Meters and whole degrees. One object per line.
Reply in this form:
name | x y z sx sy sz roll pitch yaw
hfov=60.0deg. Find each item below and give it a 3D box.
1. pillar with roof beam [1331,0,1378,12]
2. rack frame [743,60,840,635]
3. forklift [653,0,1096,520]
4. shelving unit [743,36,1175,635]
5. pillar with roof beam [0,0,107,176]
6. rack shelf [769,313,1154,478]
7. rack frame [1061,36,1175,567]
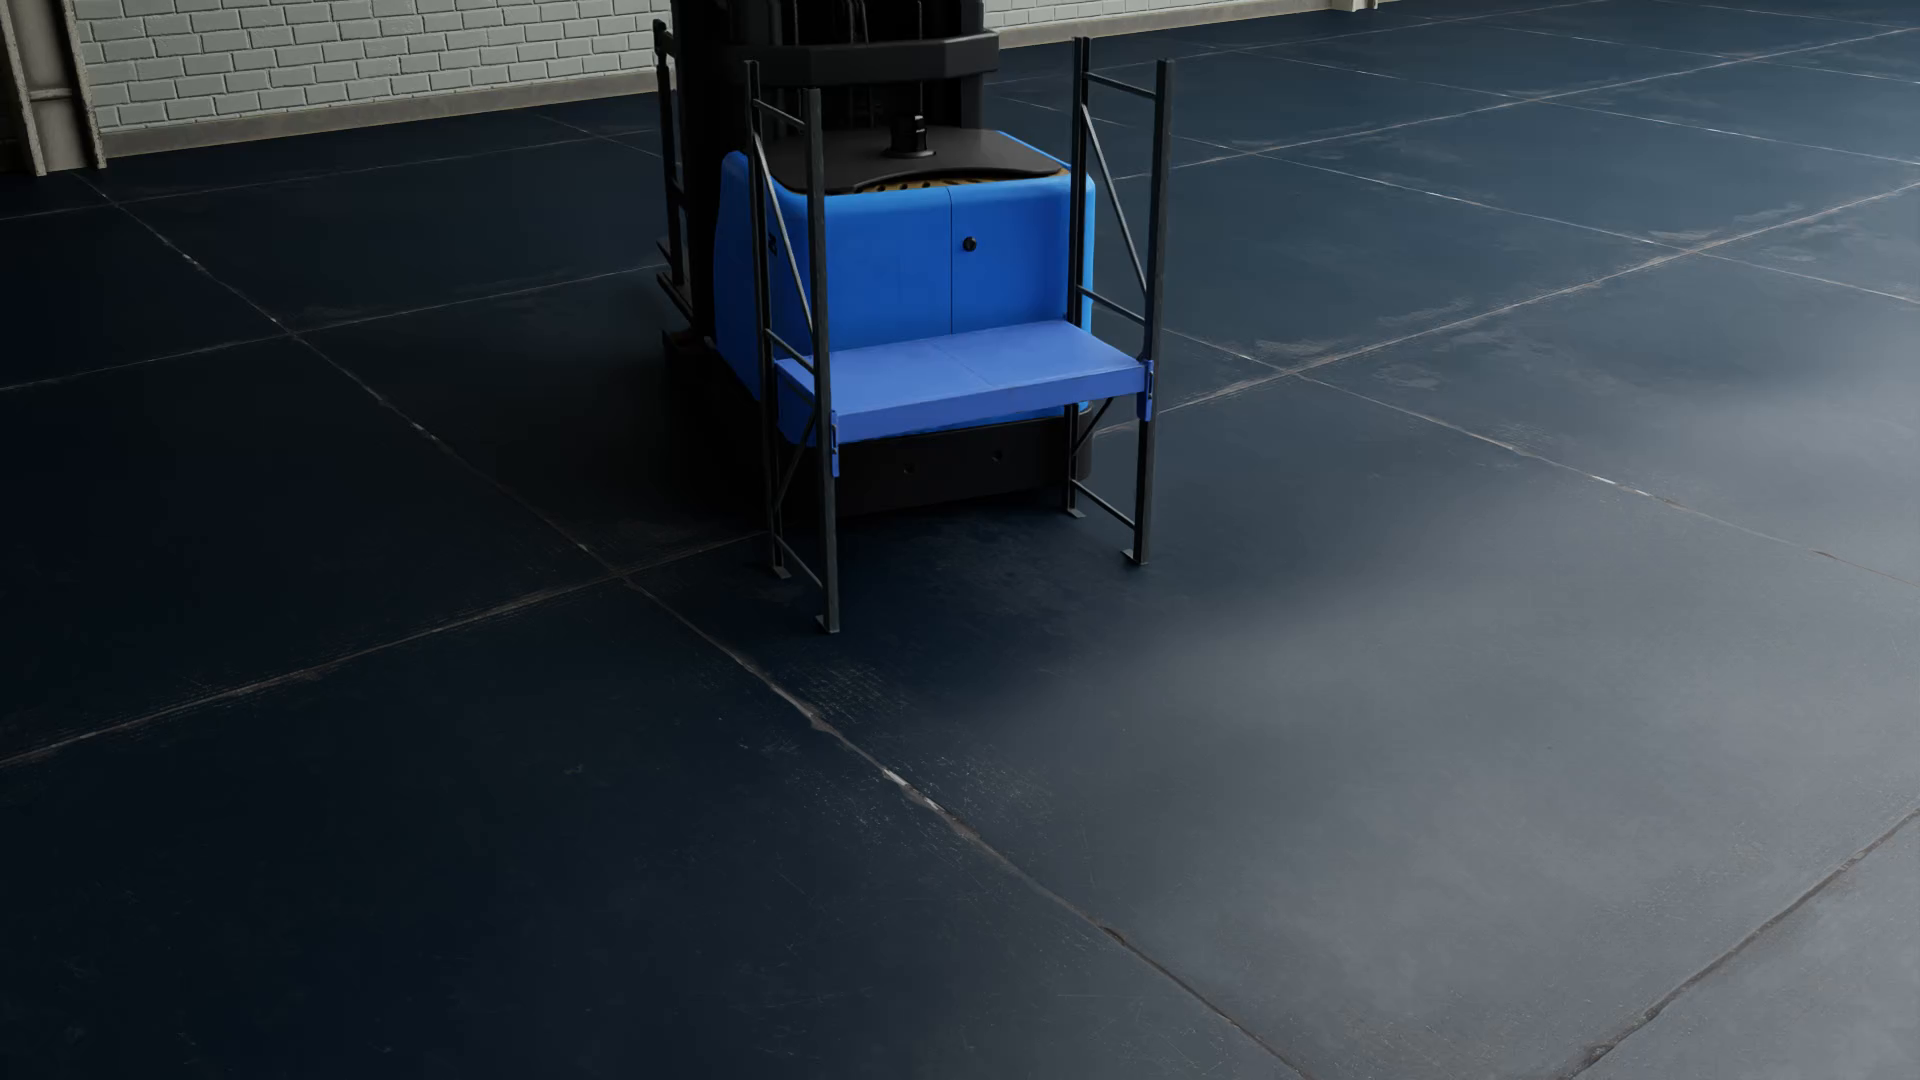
pillar with roof beam | 6.643 -8.048 11.901 0.400 9.000 9.100 -18 31 -34
rack frame | -0.461 -0.510 4.568 0.032 1.500 0.500 -11 27 -23
forklift | -0.557 -1.986 6.047 1.130 2.935 3.031 -9 26 -19
shelving unit | -0.003 -0.603 4.767 1.048 1.500 0.538 -11 27 -23
pillar with roof beam | -2.800 -4.930 5.184 0.400 9.000 9.100 -18 31 -34
rack shelf | -0.003 -0.440 4.843 1.000 0.185 0.538 -11 27 -23
rack frame | 0.456 -0.695 4.967 0.032 1.500 0.500 -11 27 -23
